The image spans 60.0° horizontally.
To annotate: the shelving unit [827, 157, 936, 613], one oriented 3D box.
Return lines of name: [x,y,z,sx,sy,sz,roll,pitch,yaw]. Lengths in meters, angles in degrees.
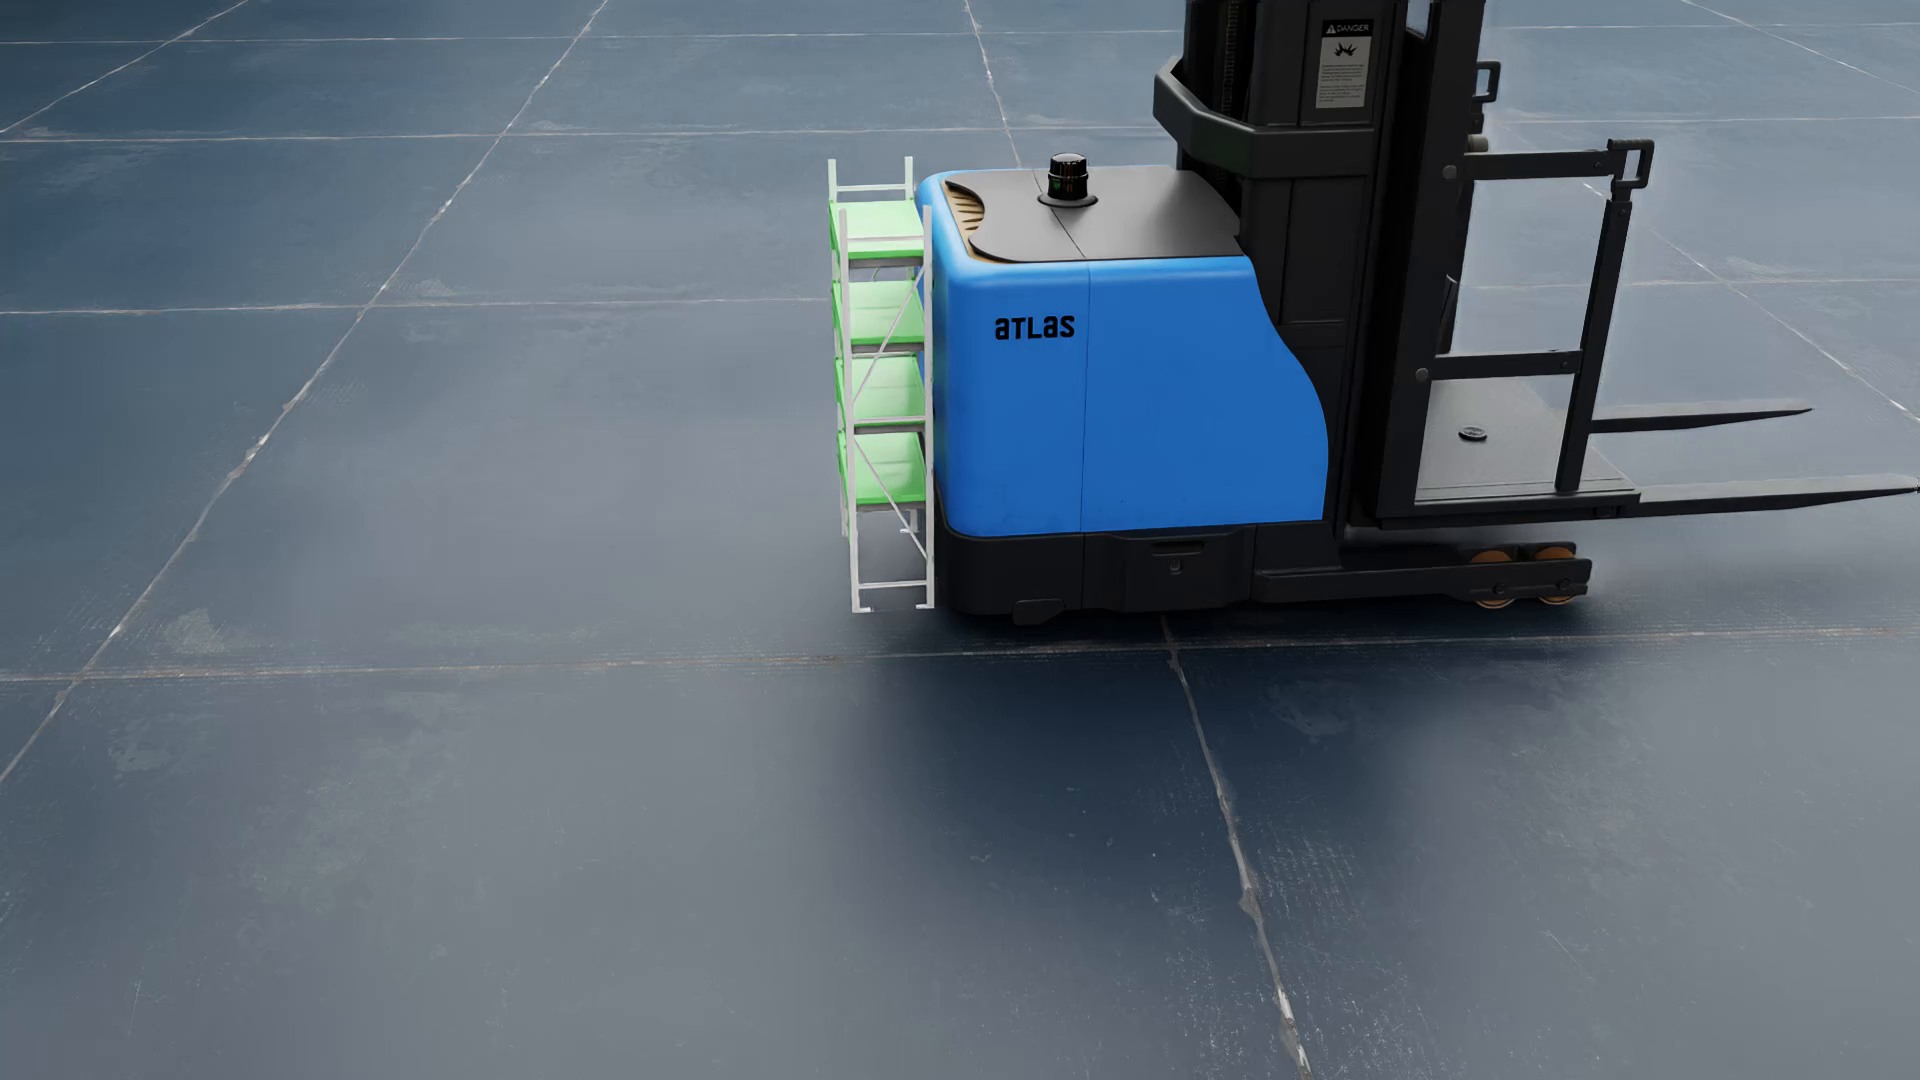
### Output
shelving unit: [-0.225,-0.441,4.798,0.258,1.200,0.503,-3,28,-6]

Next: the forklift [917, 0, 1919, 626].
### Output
forklift: [1.412,-1.339,4.648,3.031,2.935,1.130,-3,28,-6]

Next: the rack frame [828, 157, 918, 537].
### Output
rack frame: [-0.255,-0.553,5.013,0.240,1.200,0.015,-3,28,-6]

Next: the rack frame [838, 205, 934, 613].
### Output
rack frame: [-0.195,-0.329,4.583,0.240,1.200,0.015,-3,28,-6]

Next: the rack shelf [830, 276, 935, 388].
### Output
rack shelf: [-0.225,-0.597,4.717,0.258,0.148,0.480,-3,28,-6]

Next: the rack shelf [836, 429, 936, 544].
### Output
rack shelf: [-0.225,-0.172,4.939,0.258,0.148,0.480,-3,28,-6]

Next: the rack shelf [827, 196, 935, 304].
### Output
rack shelf: [-0.225,-0.810,4.606,0.258,0.148,0.480,-3,28,-6]

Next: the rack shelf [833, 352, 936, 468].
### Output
rack shelf: [-0.225,-0.384,4.828,0.258,0.148,0.480,-3,28,-6]
